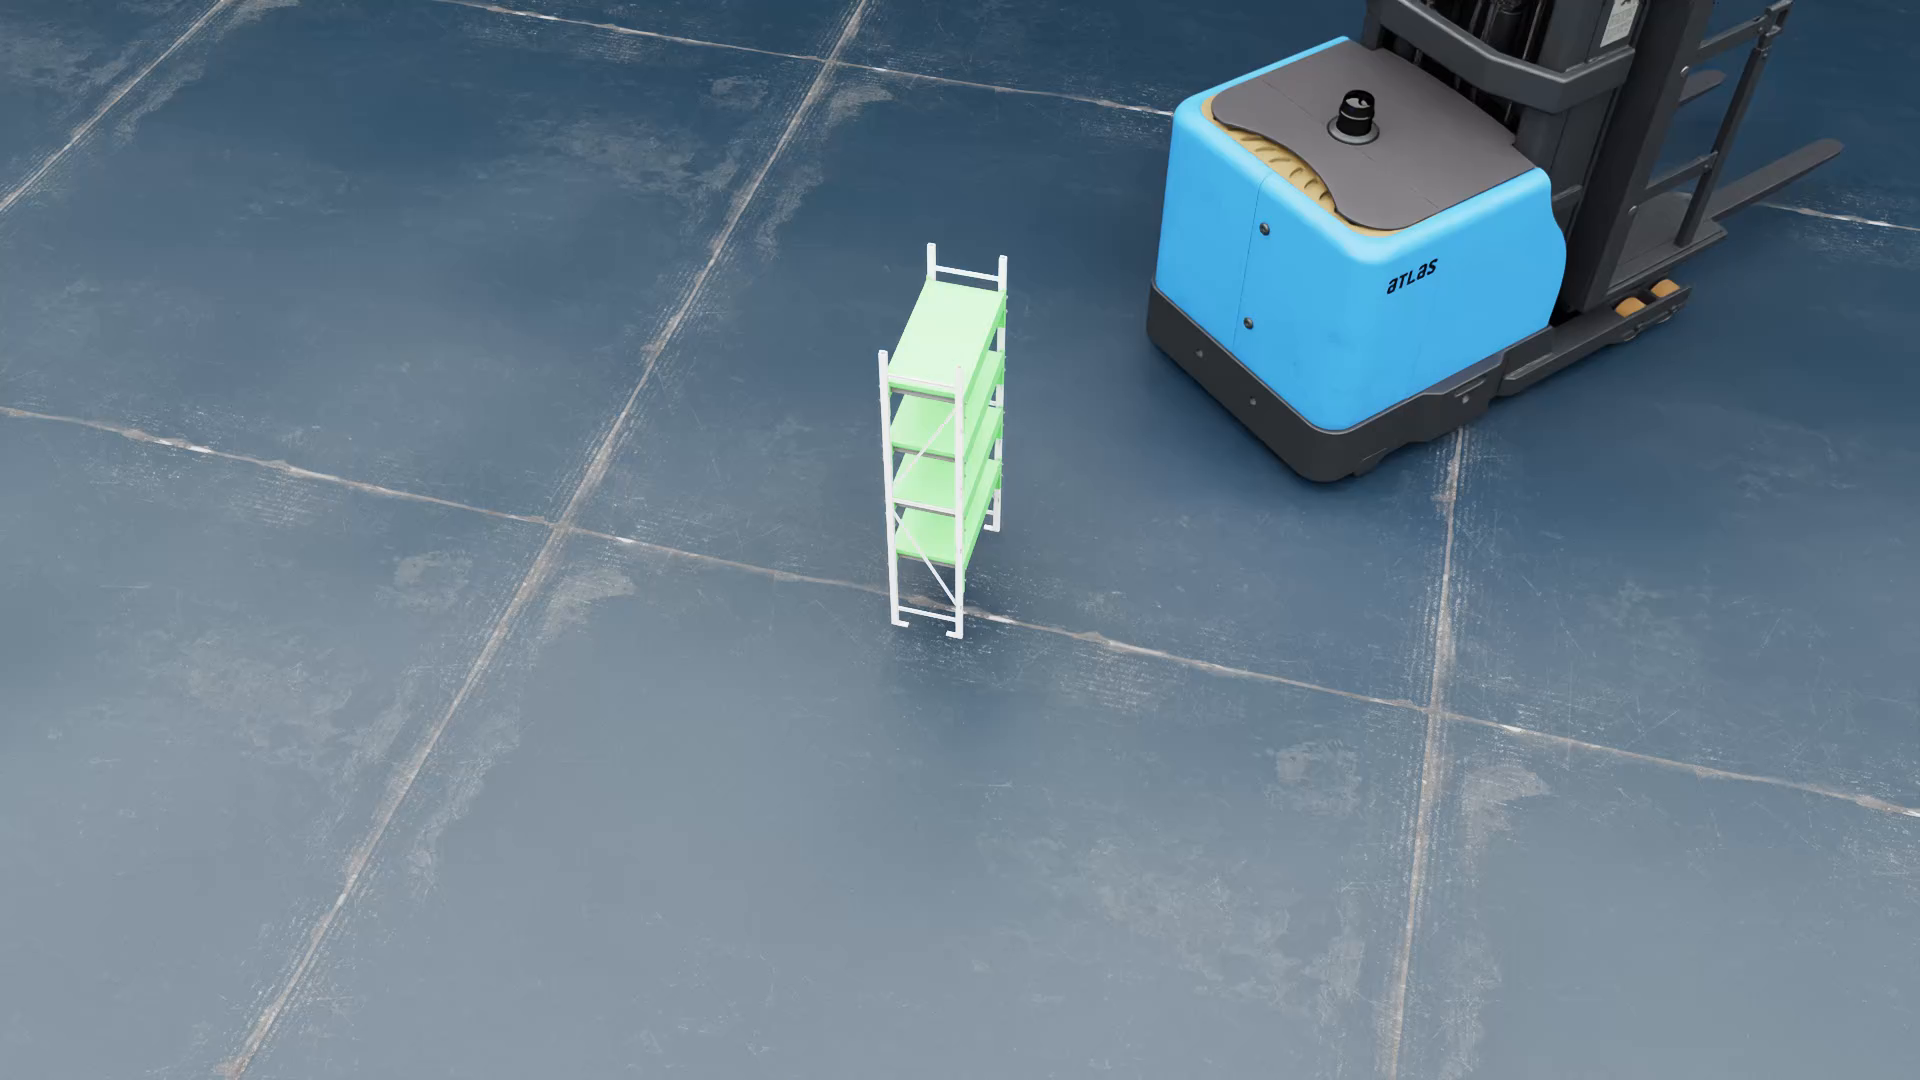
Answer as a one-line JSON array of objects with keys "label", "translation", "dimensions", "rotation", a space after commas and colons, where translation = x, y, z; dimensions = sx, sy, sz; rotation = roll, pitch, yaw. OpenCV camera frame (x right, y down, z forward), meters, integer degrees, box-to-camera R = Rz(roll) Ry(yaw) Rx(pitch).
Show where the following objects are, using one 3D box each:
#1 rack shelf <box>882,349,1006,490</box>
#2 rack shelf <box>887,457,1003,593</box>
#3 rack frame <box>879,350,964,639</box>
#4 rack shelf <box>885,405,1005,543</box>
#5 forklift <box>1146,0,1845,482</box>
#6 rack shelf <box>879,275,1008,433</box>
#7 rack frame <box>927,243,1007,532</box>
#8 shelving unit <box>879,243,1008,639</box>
[{"label": "rack shelf", "translation": [-0.044, -0.394, 5.062], "dimensions": [0.258, 0.148, 0.480], "rotation": [12, 50, 10]}, {"label": "rack shelf", "translation": [-0.044, -0.076, 5.422], "dimensions": [0.258, 0.148, 0.480], "rotation": [12, 50, 10]}, {"label": "rack frame", "translation": [-0.108, -0.101, 5.039], "dimensions": [0.240, 1.200, 0.015], "rotation": [12, 50, 10]}, {"label": "rack shelf", "translation": [-0.044, -0.235, 5.242], "dimensions": [0.258, 0.148, 0.480], "rotation": [12, 50, 10]}, {"label": "forklift", "translation": [2.224, -2.046, 5.601], "dimensions": [3.031, 2.935, 1.130], "rotation": [-26, 54, -21]}, {"label": "rack shelf", "translation": [-0.044, -0.553, 4.883], "dimensions": [0.258, 0.148, 0.480], "rotation": [12, 50, 10]}, {"label": "rack frame", "translation": [0.021, -0.454, 5.350], "dimensions": [0.240, 1.200, 0.015], "rotation": [12, 50, 10]}, {"label": "shelving unit", "translation": [-0.044, -0.277, 5.194], "dimensions": [0.258, 1.200, 0.503], "rotation": [12, 50, 10]}]
